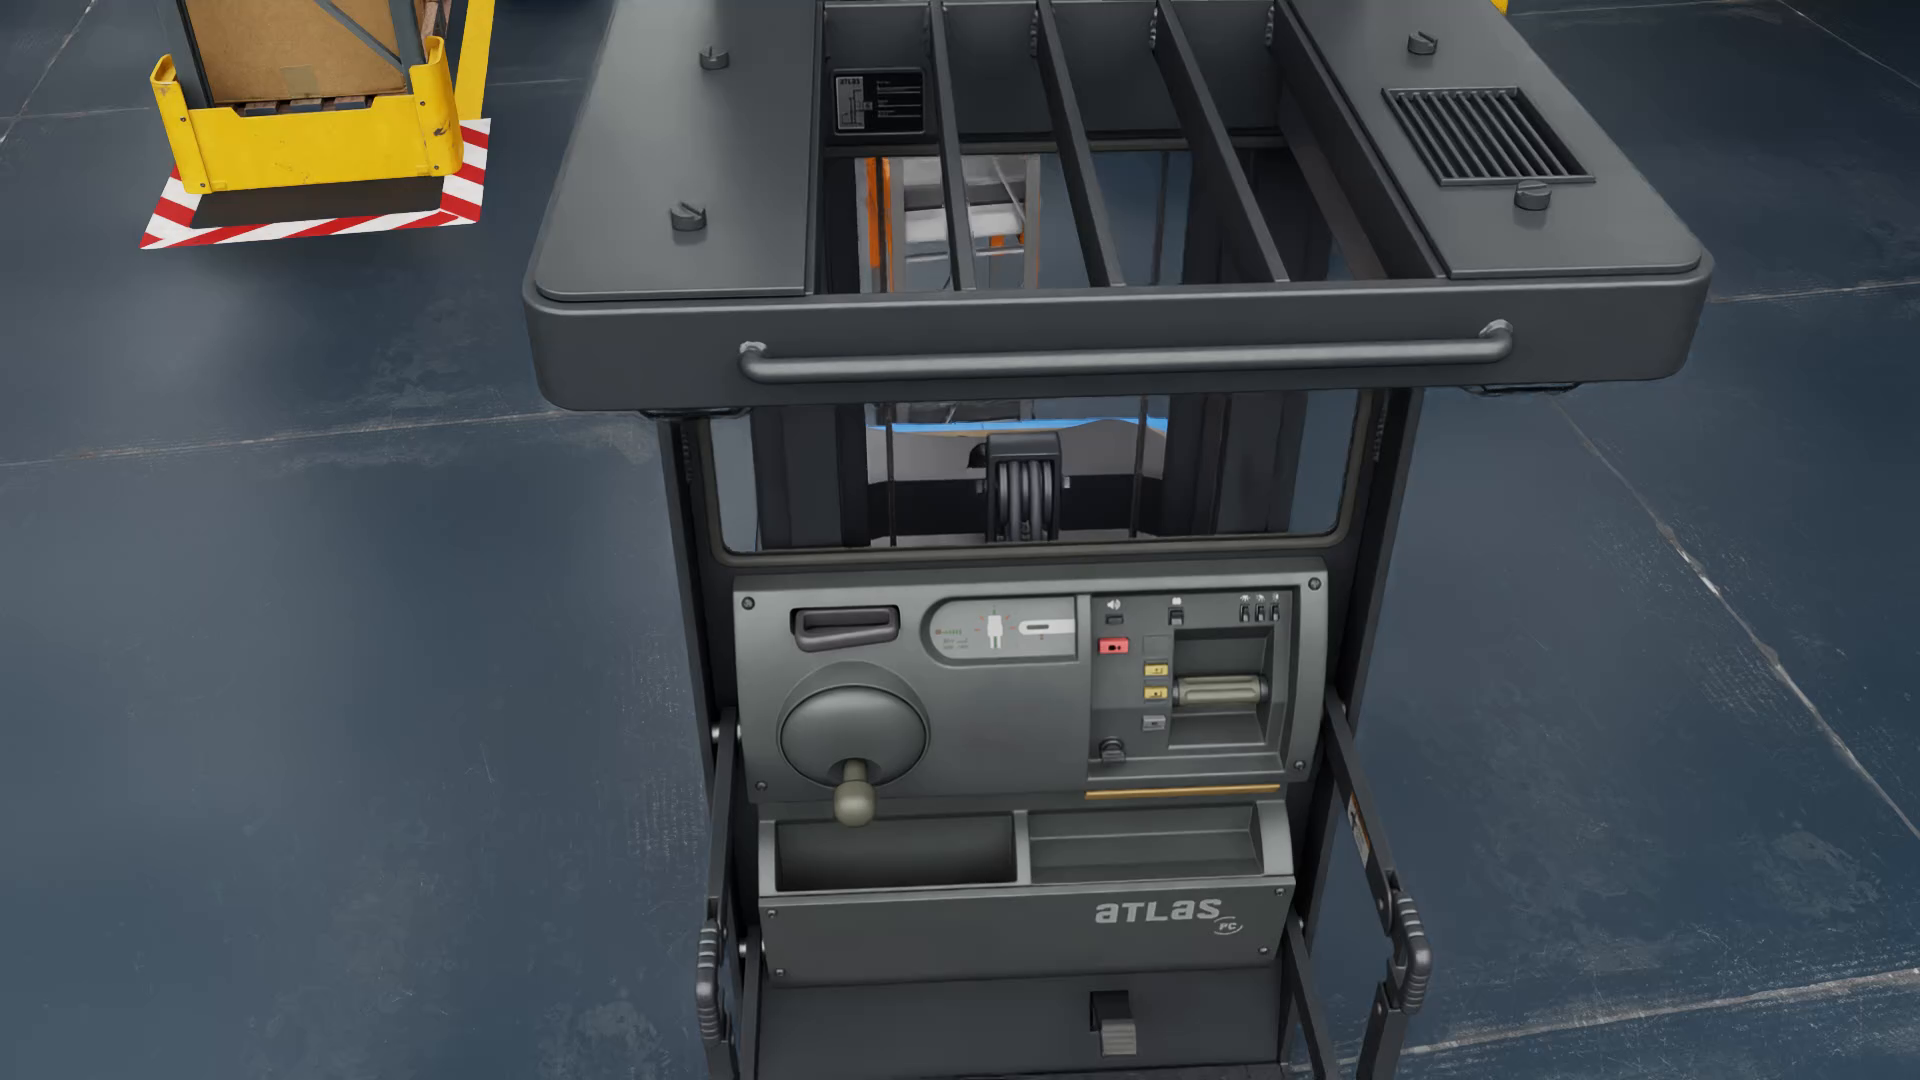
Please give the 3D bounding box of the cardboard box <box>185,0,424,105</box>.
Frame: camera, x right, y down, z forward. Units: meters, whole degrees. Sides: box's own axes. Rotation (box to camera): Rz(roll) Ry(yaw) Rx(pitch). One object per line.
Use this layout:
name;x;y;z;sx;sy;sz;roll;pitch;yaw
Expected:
cardboard box;-2.994;-2.579;7.515;0.875;0.875;0.875;-6;38;-8

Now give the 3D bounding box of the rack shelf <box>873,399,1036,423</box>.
rack shelf;-0.029;-0.366;5.172;0.431;0.518;0.480;-6;38;-8

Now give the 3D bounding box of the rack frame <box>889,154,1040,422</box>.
rack frame;0.014;-0.782;4.545;0.400;2.100;0.015;-6;38;-8

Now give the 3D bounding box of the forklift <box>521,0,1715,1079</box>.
forklift;0.129;0.311;2.460;1.130;2.935;3.031;-2;38;-2

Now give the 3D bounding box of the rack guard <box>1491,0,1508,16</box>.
rack guard;2.033;-2.502;8.063;1.175;0.500;0.348;-6;38;-8

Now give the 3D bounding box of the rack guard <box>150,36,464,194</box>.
rack guard;-2.805;-1.848;7.222;1.175;0.500;0.348;-6;38;-8

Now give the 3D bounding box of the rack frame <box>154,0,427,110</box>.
rack frame;-2.810;-2.850;6.474;1.000;3.000;0.127;-6;38;-8

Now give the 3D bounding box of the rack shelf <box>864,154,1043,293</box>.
rack shelf;-0.029;-0.918;4.743;0.431;0.518;0.480;-6;38;-8

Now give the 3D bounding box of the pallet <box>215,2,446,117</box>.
pallet;-3.027;-2.223;7.940;1.003;0.211;1.213;-6;38;-8

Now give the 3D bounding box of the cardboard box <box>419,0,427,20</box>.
cardboard box;-3.150;-3.111;8.198;0.875;0.875;0.875;-7;38;-9

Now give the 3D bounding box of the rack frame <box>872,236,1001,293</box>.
rack frame;-0.072;-1.077;4.924;0.400;2.100;0.015;-6;38;-8

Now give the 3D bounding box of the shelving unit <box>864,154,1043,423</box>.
shelving unit;-0.029;-0.929;4.735;0.431;2.100;0.503;-6;38;-8

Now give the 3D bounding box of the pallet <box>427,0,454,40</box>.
pallet;-3.237;-2.959;8.886;1.003;0.211;1.213;-6;38;-8
